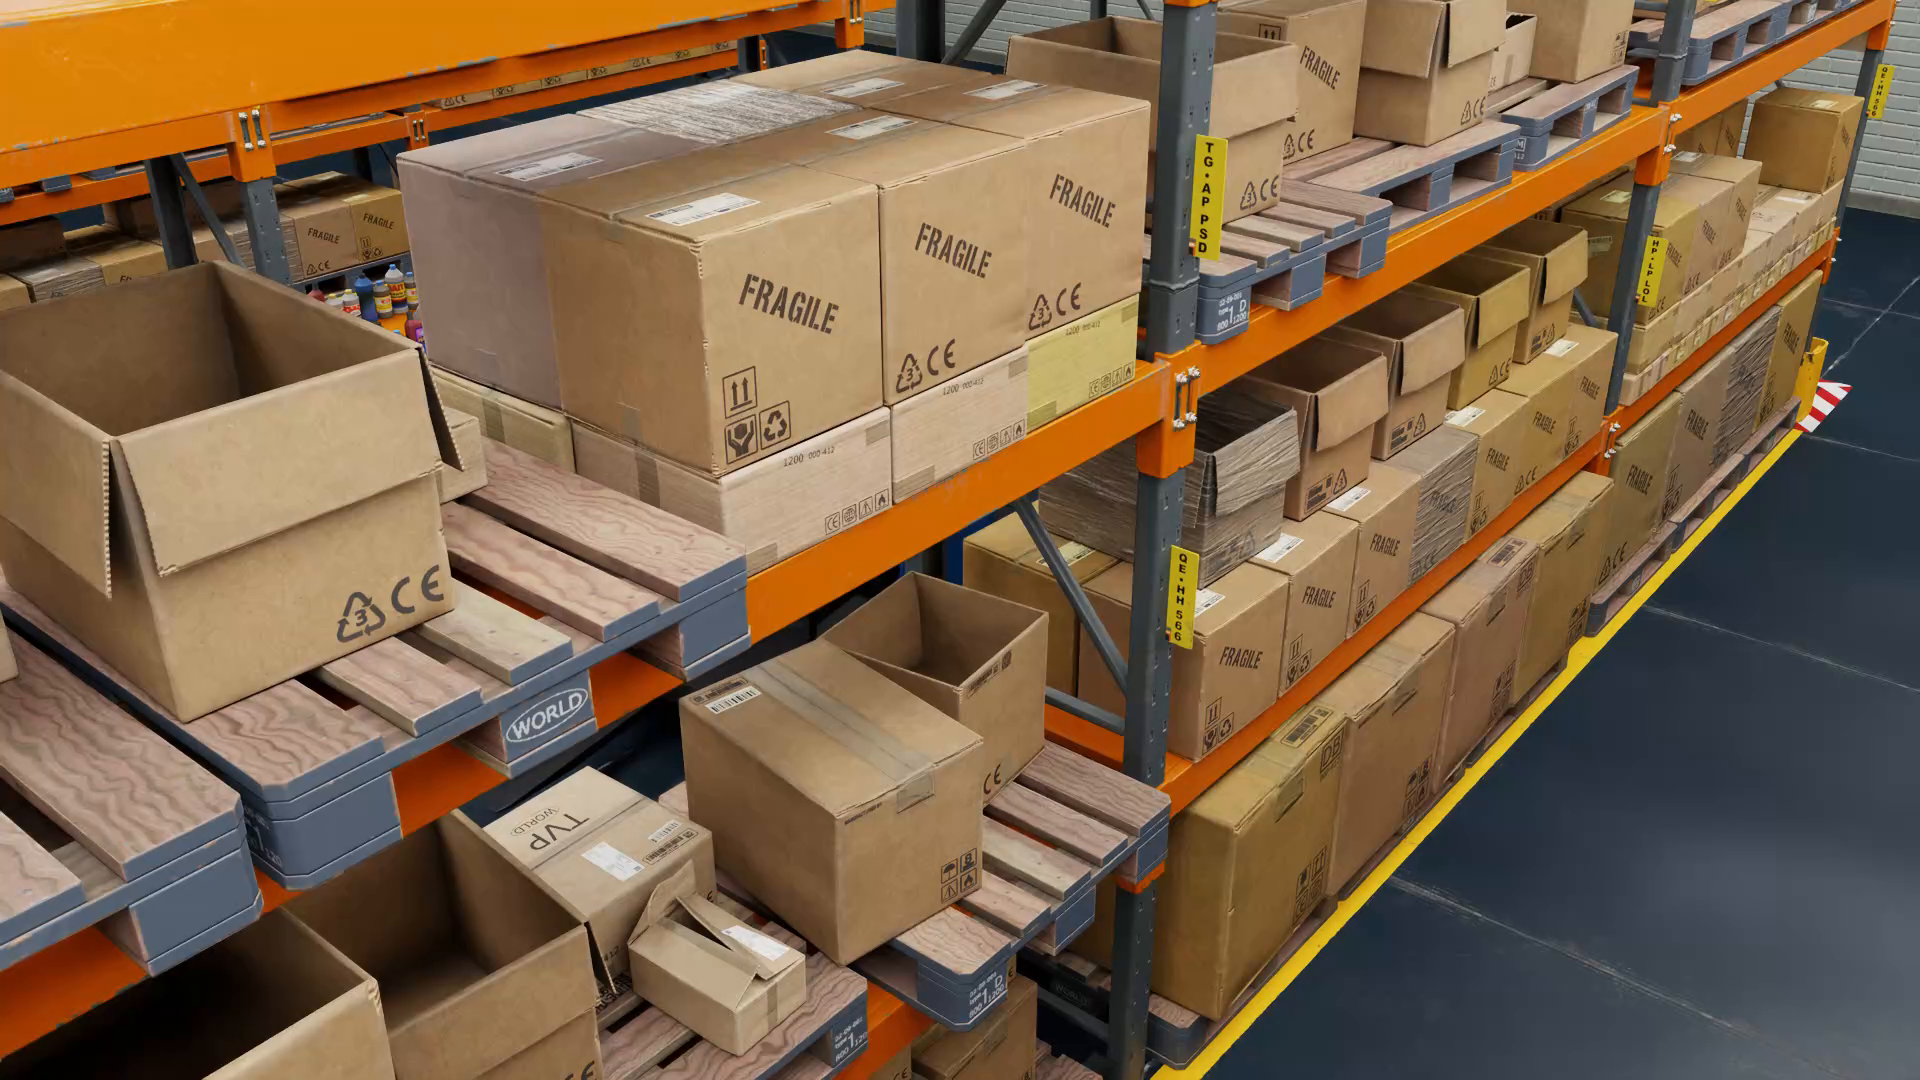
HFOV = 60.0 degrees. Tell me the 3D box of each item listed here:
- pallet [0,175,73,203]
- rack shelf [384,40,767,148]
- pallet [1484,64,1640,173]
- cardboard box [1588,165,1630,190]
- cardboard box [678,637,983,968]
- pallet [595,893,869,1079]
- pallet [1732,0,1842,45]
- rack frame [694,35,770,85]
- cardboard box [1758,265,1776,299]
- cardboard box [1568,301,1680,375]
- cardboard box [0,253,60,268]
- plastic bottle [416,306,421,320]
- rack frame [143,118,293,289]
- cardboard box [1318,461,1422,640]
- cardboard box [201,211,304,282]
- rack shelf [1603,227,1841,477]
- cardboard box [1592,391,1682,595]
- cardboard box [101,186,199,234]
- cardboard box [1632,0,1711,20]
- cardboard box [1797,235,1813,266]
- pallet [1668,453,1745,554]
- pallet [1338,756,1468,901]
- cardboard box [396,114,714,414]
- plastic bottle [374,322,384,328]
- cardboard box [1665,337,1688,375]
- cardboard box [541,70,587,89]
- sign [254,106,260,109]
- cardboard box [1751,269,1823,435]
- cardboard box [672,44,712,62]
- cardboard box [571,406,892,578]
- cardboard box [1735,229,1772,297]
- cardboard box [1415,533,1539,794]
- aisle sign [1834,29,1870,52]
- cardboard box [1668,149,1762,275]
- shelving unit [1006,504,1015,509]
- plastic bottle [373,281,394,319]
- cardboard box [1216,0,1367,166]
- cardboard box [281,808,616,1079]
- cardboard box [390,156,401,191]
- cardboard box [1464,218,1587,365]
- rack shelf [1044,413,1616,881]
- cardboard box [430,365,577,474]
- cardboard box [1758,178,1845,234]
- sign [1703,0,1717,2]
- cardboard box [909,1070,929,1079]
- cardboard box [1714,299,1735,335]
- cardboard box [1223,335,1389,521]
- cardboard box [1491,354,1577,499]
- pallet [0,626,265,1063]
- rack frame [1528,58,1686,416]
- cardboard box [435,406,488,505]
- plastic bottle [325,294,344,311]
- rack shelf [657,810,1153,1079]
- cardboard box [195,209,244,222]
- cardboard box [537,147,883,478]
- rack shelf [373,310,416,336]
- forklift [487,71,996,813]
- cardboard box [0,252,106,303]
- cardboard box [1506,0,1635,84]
[{"bbox_3d":[-7.028,-2.575,11.672,1.213,0.211,1.003,21,34,34],"label":"pallet"},{"bbox_3d":[-3.589,-4.207,15.401,1.077,0.370,4.000,21,34,34],"label":"rack shelf"},{"bbox_3d":[2.236,-1.829,6.964,0.805,0.209,1.217,19,33,32],"label":"pallet"},{"bbox_3d":[3.189,-1.737,8.867,0.500,0.500,0.500,21,34,35],"label":"cardboard box"},{"bbox_3d":[-0.354,0.696,4.573,0.500,0.500,0.700,-22,35,-36],"label":"cardboard box"},{"bbox_3d":[-0.991,1.296,4.189,1.003,0.211,1.213,21,34,34],"label":"pallet"},{"bbox_3d":[4.086,-2.932,8.984,1.003,0.211,1.213,21,34,34],"label":"pallet"},{"bbox_3d":[-2.317,-5.236,16.606,1.000,3.000,0.127,21,34,34],"label":"rack frame"},{"bbox_3d":[4.540,-1.551,9.756,0.380,0.149,0.250,21,34,35],"label":"cardboard box"},{"bbox_3d":[3.282,-1.077,8.406,0.500,0.250,0.500,20,33,34],"label":"cardboard box"},{"bbox_3d":[-6.991,-1.885,12.370,0.500,0.500,0.500,22,35,36],"label":"cardboard box"},{"bbox_3d":[-2.766,-1.118,8.782,0.152,0.276,0.135,21,34,34],"label":"plastic bottle"},{"bbox_3d":[-3.585,-0.950,8.323,1.000,3.000,0.127,21,34,34],"label":"rack frame"},{"bbox_3d":[1.405,-0.006,6.389,0.500,0.500,0.500,20,33,34],"label":"cardboard box"},{"bbox_3d":[-5.594,-2.294,13.161,0.500,0.500,0.500,21,34,35],"label":"cardboard box"},{"bbox_3d":[4.053,-1.311,9.802,1.077,0.370,4.000,21,34,34],"label":"rack shelf"},{"bbox_3d":[3.262,-0.375,9.065,0.875,0.875,0.875,21,34,34],"label":"cardboard box"},{"bbox_3d":[-6.311,-2.603,12.943,0.500,0.250,0.500,20,33,33],"label":"cardboard box"},{"bbox_3d":[3.232,-2.824,8.005,0.700,0.500,0.500,19,33,32],"label":"cardboard box"},{"bbox_3d":[5.027,-1.823,10.284,0.380,0.149,0.250,21,34,35],"label":"cardboard box"},{"bbox_3d":[4.101,-0.364,10.223,1.003,0.211,1.213,21,34,34],"label":"pallet"},{"bbox_3d":[1.572,1.048,7.495,1.003,0.211,1.213,21,34,34],"label":"pallet"},{"bbox_3d":[-0.901,-0.651,3.826,0.500,0.500,0.500,20,33,33],"label":"cardboard box"},{"bbox_3d":[-2.966,-0.985,8.530,0.097,0.271,0.097,0,27,0],"label":"plastic bottle"},{"bbox_3d":[3.560,-1.004,8.699,0.380,0.149,0.250,22,35,36],"label":"cardboard box"},{"bbox_3d":[-3.683,-4.322,14.732,0.500,0.500,0.500,21,34,34],"label":"cardboard box"},{"bbox_3d":[-3.156,-2.078,7.352,0.100,0.325,0.005,21,34,34],"label":"sign"},{"bbox_3d":[4.980,-1.332,10.915,0.875,0.875,0.875,21,34,34],"label":"cardboard box"},{"bbox_3d":[-2.719,-4.857,15.765,0.500,0.500,0.500,21,34,35],"label":"cardboard box"},{"bbox_3d":[-0.503,-0.171,3.715,0.500,0.250,0.500,22,34,36],"label":"cardboard box"},{"bbox_3d":[4.247,-1.609,9.436,0.500,0.250,0.500,21,34,34],"label":"cardboard box"},{"bbox_3d":[1.821,0.386,7.595,1.225,0.875,0.875,19,33,33],"label":"cardboard box"},{"bbox_3d":[5.602,-3.432,10.290,0.394,0.787,0.004,21,34,34],"label":"aisle sign"},{"bbox_3d":[3.929,-1.773,8.936,0.500,0.500,0.500,20,33,33],"label":"cardboard box"},{"bbox_3d":[0.105,-0.592,9.588,0.258,1.200,0.503,21,34,34],"label":"shelving unit"},{"bbox_3d":[-3.237,-1.351,9.314,0.097,0.201,0.097,0,27,0],"label":"plastic bottle"},{"bbox_3d":[1.050,-1.635,5.816,0.500,0.500,0.500,23,35,37],"label":"cardboard box"},{"bbox_3d":[-1.276,1.041,3.903,0.637,0.503,0.797,-24,36,-39],"label":"cardboard box"},{"bbox_3d":[-4.717,-3.188,14.889,0.500,0.500,0.500,21,34,34],"label":"cardboard box"},{"bbox_3d":[2.381,-1.182,7.570,0.797,0.503,0.637,20,33,33],"label":"cardboard box"},{"bbox_3d":[1.509,0.108,7.060,1.077,0.370,4.000,21,34,34],"label":"rack shelf"},{"bbox_3d":[-0.905,-0.309,3.982,0.500,0.250,0.500,22,34,35],"label":"cardboard box"},{"bbox_3d":[5.222,-2.155,10.491,0.500,0.250,0.500,20,33,34],"label":"cardboard box"},{"bbox_3d":[3.206,-2.468,7.086,0.100,0.325,0.005,21,34,34],"label":"sign"},{"bbox_3d":[-0.517,1.856,5.140,0.700,0.500,0.500,18,32,30],"label":"cardboard box"},{"bbox_3d":[4.050,-1.277,9.227,0.380,0.149,0.250,21,34,35],"label":"cardboard box"},{"bbox_3d":[1.131,-0.478,6.208,0.797,0.503,0.637,22,34,36],"label":"cardboard box"},{"bbox_3d":[2.374,-0.546,7.433,0.500,0.500,0.500,22,35,36],"label":"cardboard box"},{"bbox_3d":[-1.833,0.479,2.500,1.213,0.211,1.003,21,34,34],"label":"pallet"},{"bbox_3d":[2.781,-0.921,8.266,1.000,3.000,0.127,21,34,34],"label":"rack frame"},{"bbox_3d":[-1.192,-0.194,3.393,0.380,0.166,0.250,20,33,33],"label":"cardboard box"},{"bbox_3d":[-3.423,-1.248,9.113,0.097,0.201,0.097,0,27,0],"label":"plastic bottle"},{"bbox_3d":[-1.036,1.526,4.319,1.077,0.370,4.000,21,34,34],"label":"rack shelf"},{"bbox_3d":[-6.011,-2.435,13.434,0.500,0.500,0.500,21,34,35],"label":"cardboard box"},{"bbox_3d":[-0.518,-0.503,3.541,0.500,0.500,0.500,21,34,35],"label":"cardboard box"},{"bbox_3d":[-2.313,-1.340,9.859,1.077,0.370,4.000,21,34,34],"label":"rack shelf"},{"bbox_3d":[-0.967,-0.490,7.507,1.130,2.935,3.031,15,31,26],"label":"forklift"},{"bbox_3d":[-6.566,-1.750,12.109,0.500,0.500,0.500,19,33,33],"label":"cardboard box"},{"bbox_3d":[2.420,-2.276,7.054,0.700,0.500,0.500,22,34,36],"label":"cardboard box"}]
